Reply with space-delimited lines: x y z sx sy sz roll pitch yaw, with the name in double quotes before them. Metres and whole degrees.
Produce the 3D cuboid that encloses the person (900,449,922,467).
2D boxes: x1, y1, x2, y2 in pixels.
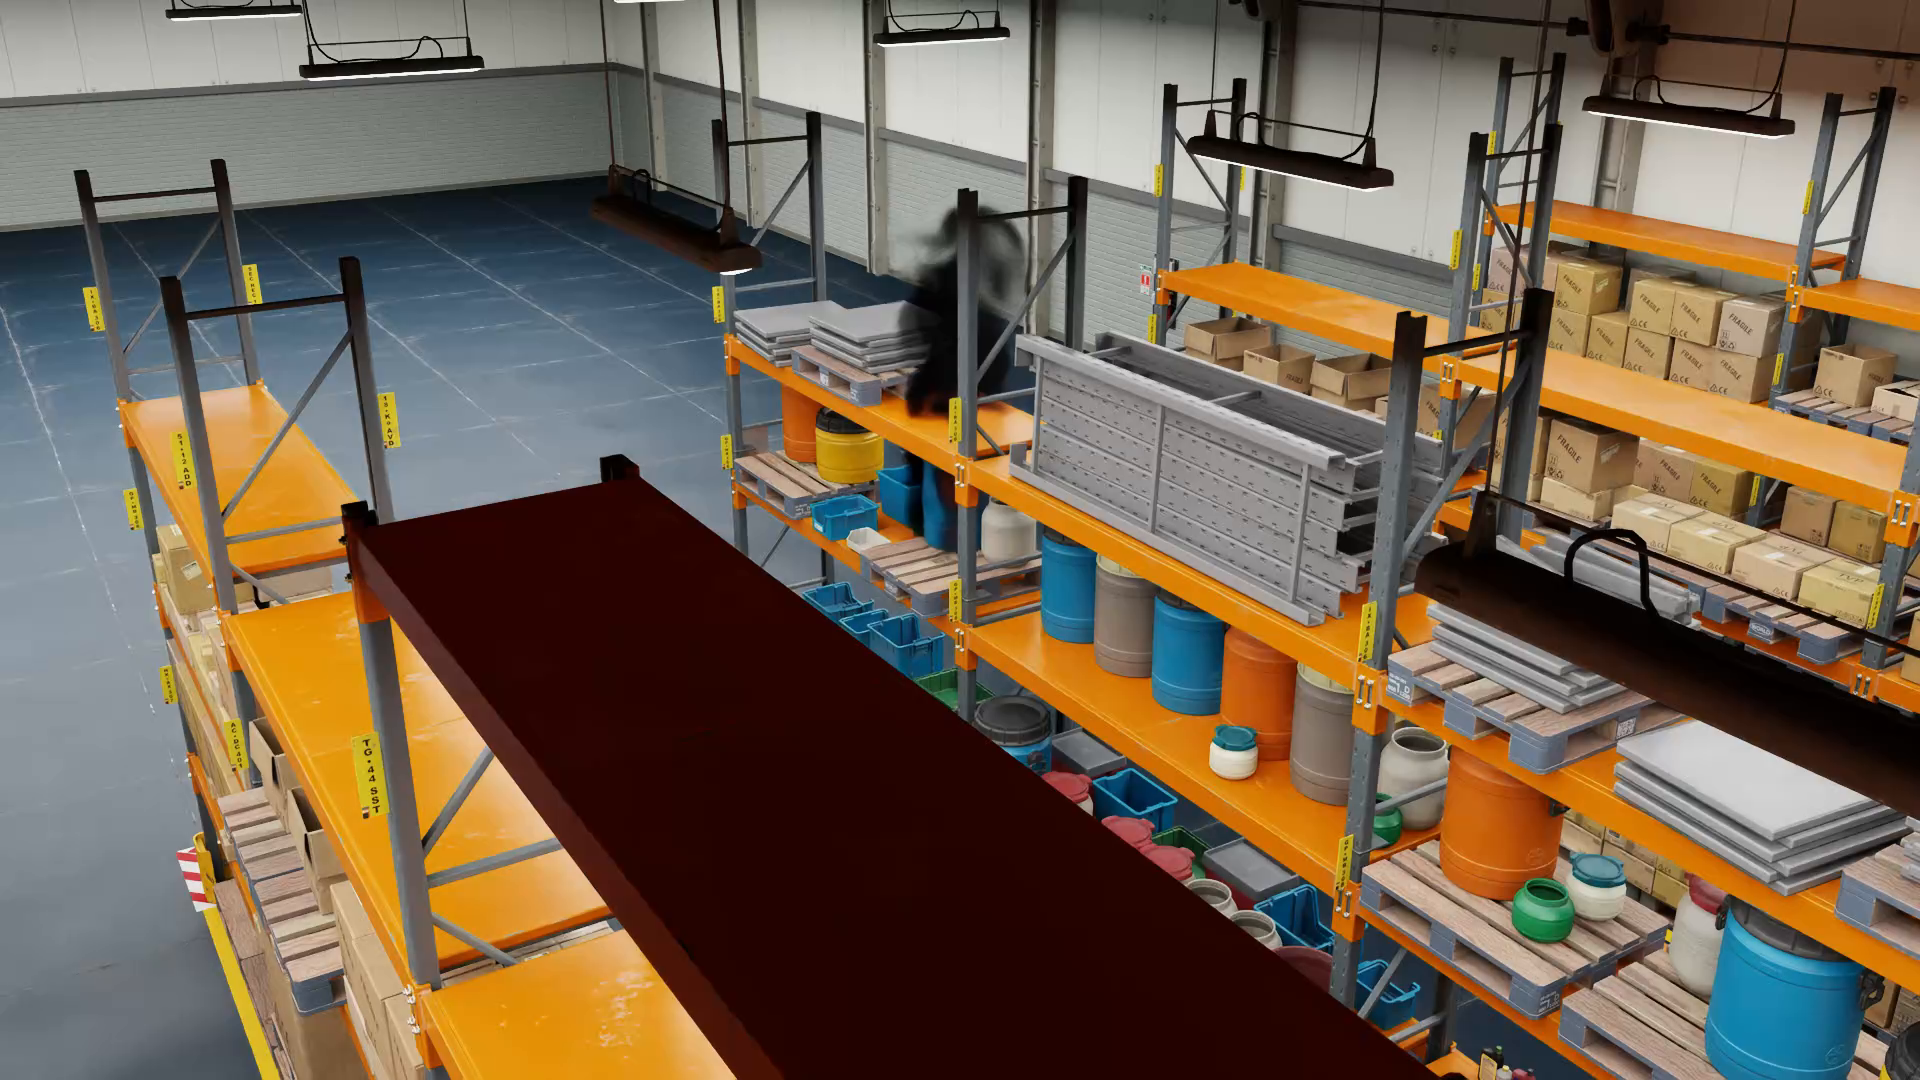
"person" -0.480 -0.314 19.789 0.822 1.762 0.718 -1 22 -2
